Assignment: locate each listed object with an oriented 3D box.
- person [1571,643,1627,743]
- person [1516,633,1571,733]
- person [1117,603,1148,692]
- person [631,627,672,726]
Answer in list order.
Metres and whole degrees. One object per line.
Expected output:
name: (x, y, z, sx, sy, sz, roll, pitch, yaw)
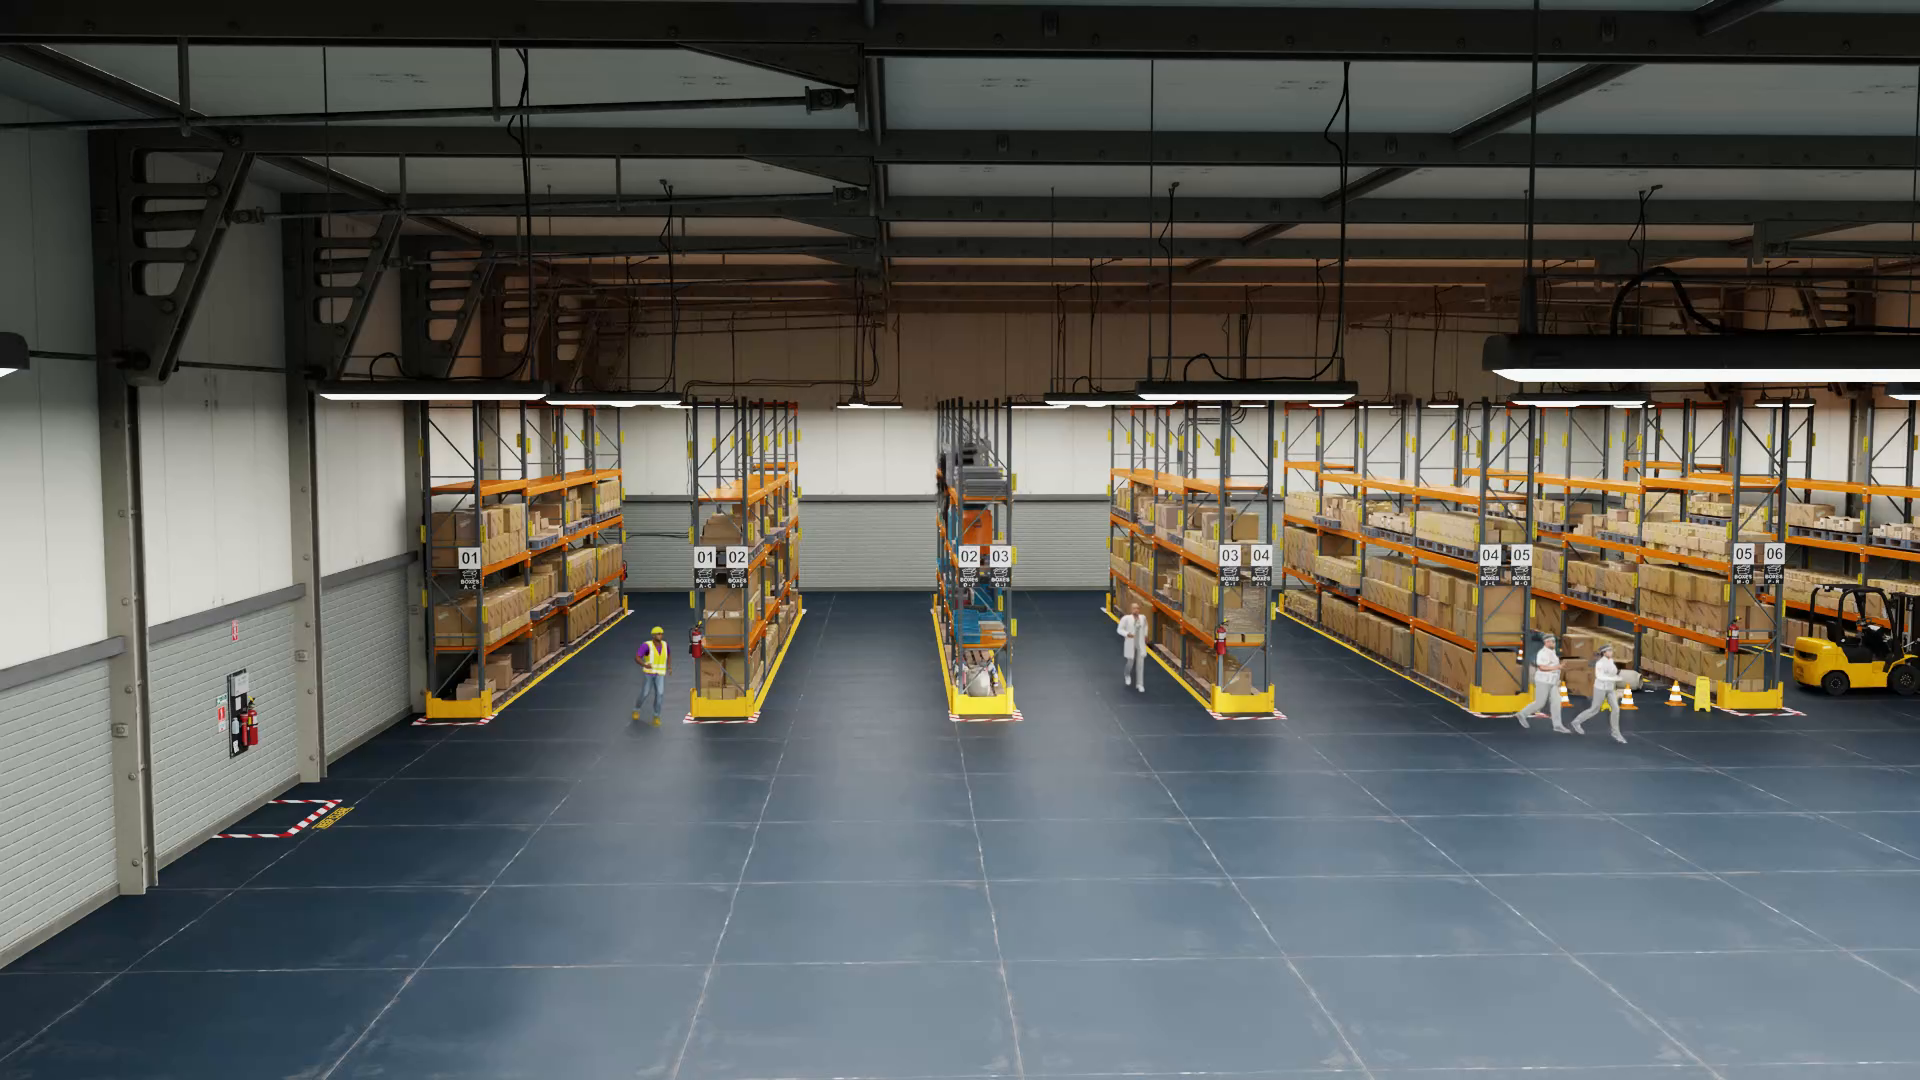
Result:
person: (11.201, 2.634, 29.041, 0.620, 1.727, 0.926, -4, 6, -39)
person: (10.434, 2.524, 29.616, 0.979, 1.760, 0.669, 4, 6, 45)
person: (3.577, 2.177, 34.184, 0.704, 1.772, 1.070, -1, 4, -9)
person: (-5.608, 2.482, 30.604, 0.756, 1.760, 0.915, -3, 5, -30)
